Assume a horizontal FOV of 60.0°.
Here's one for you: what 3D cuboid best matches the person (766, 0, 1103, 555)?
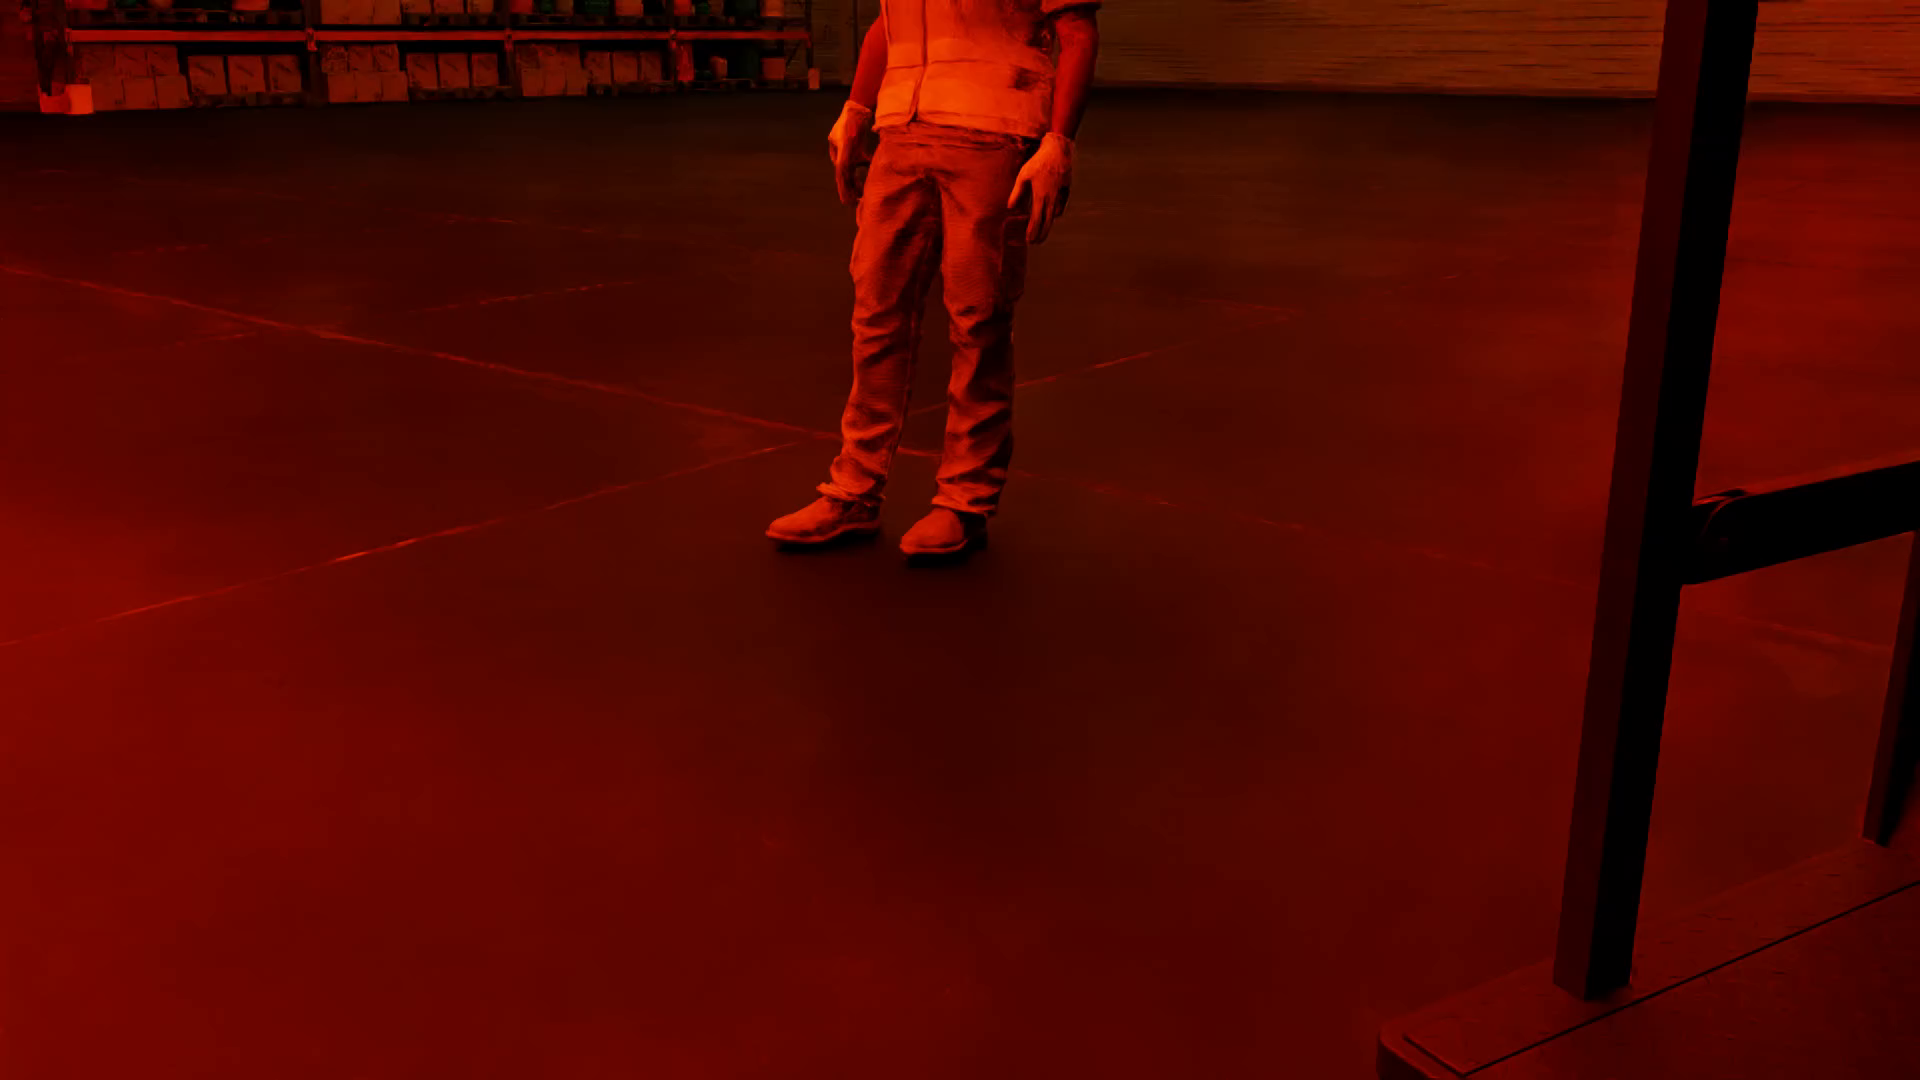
[{"bbox_3d":[-0.052,-0.845,3.633,0.655,1.782,0.576,13,21,37],"label":"person"}]
